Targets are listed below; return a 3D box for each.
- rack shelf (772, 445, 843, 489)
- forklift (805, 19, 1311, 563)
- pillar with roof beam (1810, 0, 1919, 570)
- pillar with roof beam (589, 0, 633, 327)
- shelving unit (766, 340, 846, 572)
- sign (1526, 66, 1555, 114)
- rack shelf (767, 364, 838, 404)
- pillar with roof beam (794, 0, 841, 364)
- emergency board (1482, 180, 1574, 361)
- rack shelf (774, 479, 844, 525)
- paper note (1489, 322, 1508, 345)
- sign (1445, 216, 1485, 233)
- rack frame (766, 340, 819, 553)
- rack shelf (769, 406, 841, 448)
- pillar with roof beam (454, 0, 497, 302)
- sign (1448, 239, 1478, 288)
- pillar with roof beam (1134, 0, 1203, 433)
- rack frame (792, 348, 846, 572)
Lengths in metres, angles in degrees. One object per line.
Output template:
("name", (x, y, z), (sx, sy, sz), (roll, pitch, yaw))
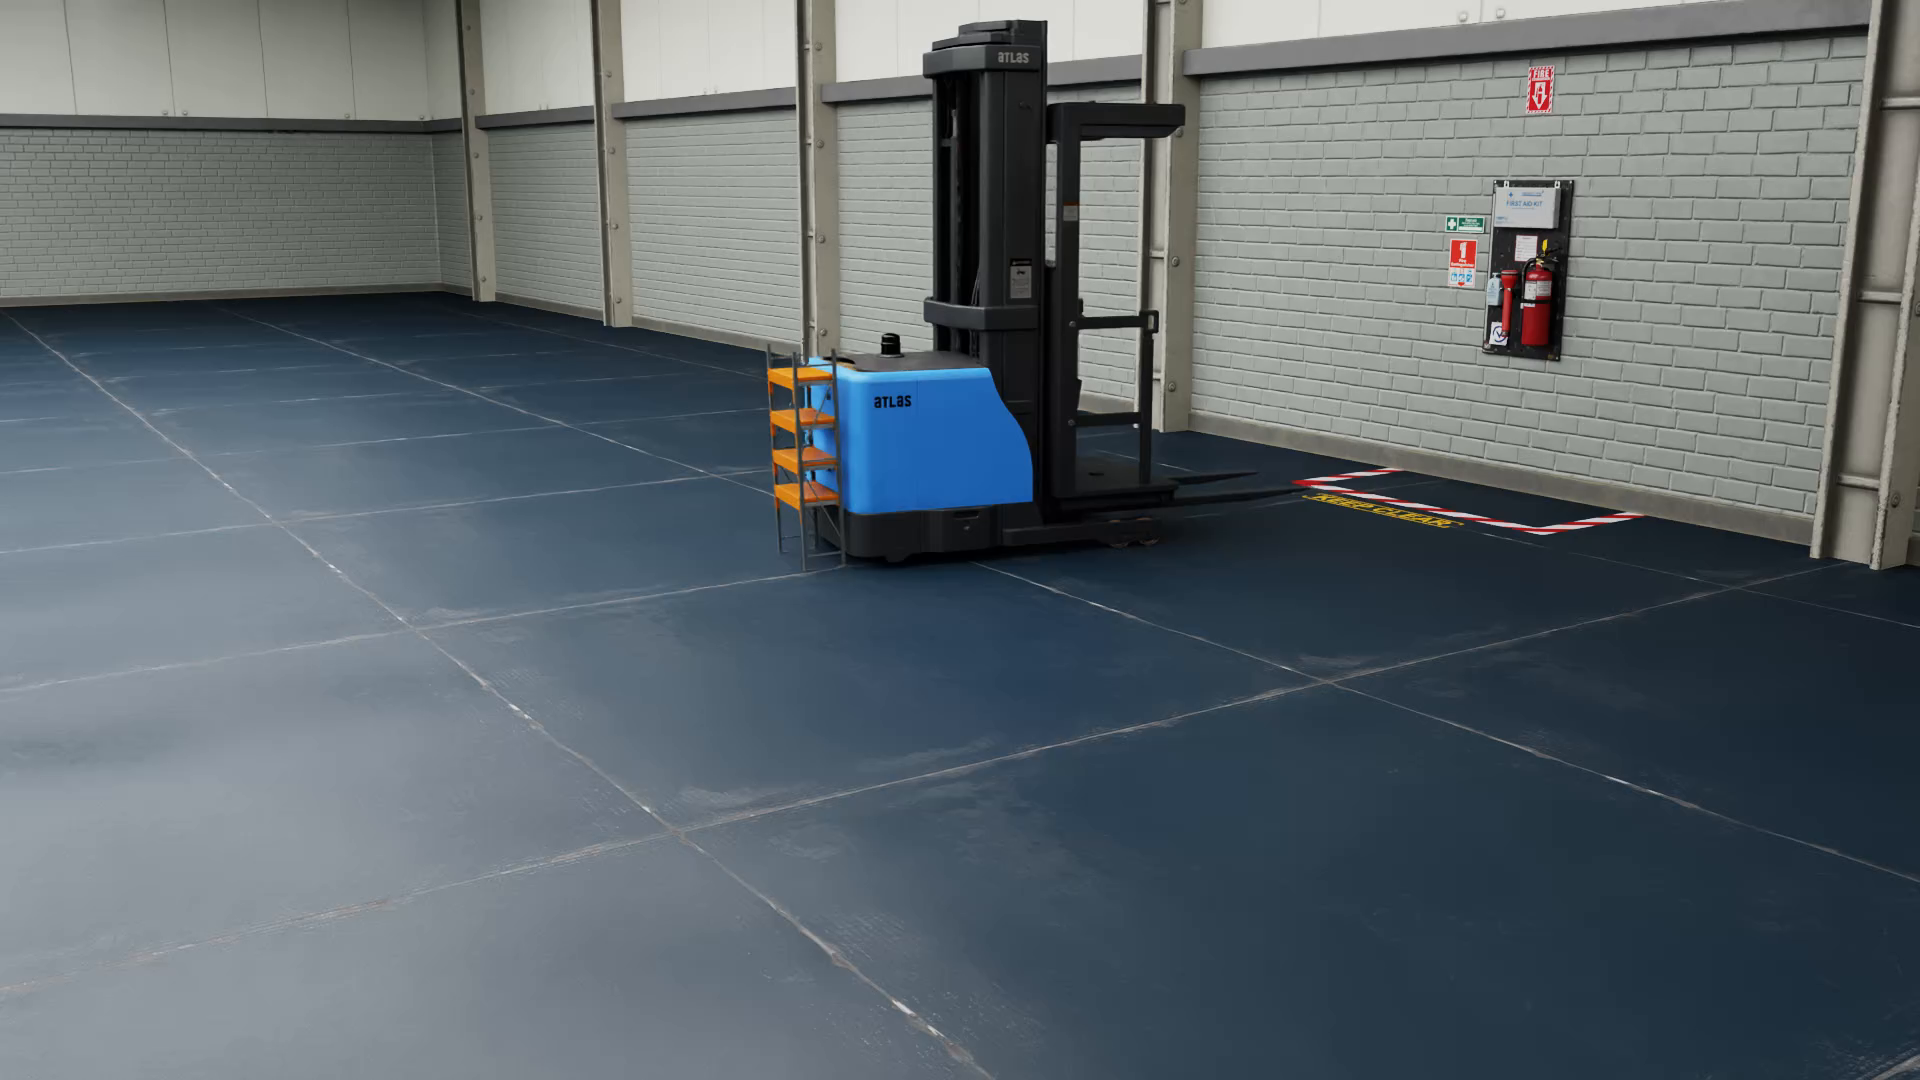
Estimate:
("rack shelf", (-0.850, -0.409, 9.217), (0.258, 0.148, 0.480), (-7, 14, -22))
("forklift", (0.645, -1.482, 9.780), (3.031, 2.935, 1.130), (-5, 13, -21))
("pillar with roof beam", (1.469, -3.775, 6.061), (9.100, 9.000, 0.400), (-8, 15, -33))
("pillar with roof beam", (-8.504, -6.976, 20.699), (9.100, 9.000, 0.400), (-8, 15, -33))
("shelving unit", (-0.852, -0.475, 9.202), (0.258, 1.200, 0.503), (-7, 14, -22))
("sign", (3.794, -2.944, 10.875), (0.001, 0.298, 0.199), (-8, 15, -33))
("rack shelf", (-0.865, -0.857, 9.113), (0.258, 0.148, 0.480), (-7, 14, -22))
("pillar with roof beam", (-5.180, -5.909, 15.820), (9.100, 9.000, 0.400), (-8, 15, -33))
("emergency board", (3.715, -1.798, 11.062), (0.194, 1.169, 0.643), (-8, 15, -33))
("rack shelf", (-0.844, -0.216, 9.262), (0.258, 0.148, 0.480), (-7, 14, -22))
("paper note", (3.675, -1.407, 11.337), (0.016, 0.148, 0.142), (-8, 15, -33))
("sign", (3.490, -2.183, 11.499), (0.001, 0.109, 0.331), (-8, 15, -33))
("rack frame", (-0.946, -0.523, 9.422), (0.240, 1.200, 0.015), (-7, 14, -22))
("rack shelf", (-0.857, -0.627, 9.167), (0.258, 0.148, 0.480), (-7, 14, -22))
("pillar with roof beam", (-11.828, -8.043, 25.579), (9.100, 9.000, 0.400), (-8, 15, -33))
("sign", (3.495, -1.926, 11.564), (0.001, 0.329, 0.234), (-8, 15, -33))
("pillar with roof beam", (-1.855, -4.842, 10.940), (9.100, 9.000, 0.400), (-8, 15, -33))
("rack frame", (-0.759, -0.427, 8.982), (0.240, 1.200, 0.015), (-7, 14, -22))
